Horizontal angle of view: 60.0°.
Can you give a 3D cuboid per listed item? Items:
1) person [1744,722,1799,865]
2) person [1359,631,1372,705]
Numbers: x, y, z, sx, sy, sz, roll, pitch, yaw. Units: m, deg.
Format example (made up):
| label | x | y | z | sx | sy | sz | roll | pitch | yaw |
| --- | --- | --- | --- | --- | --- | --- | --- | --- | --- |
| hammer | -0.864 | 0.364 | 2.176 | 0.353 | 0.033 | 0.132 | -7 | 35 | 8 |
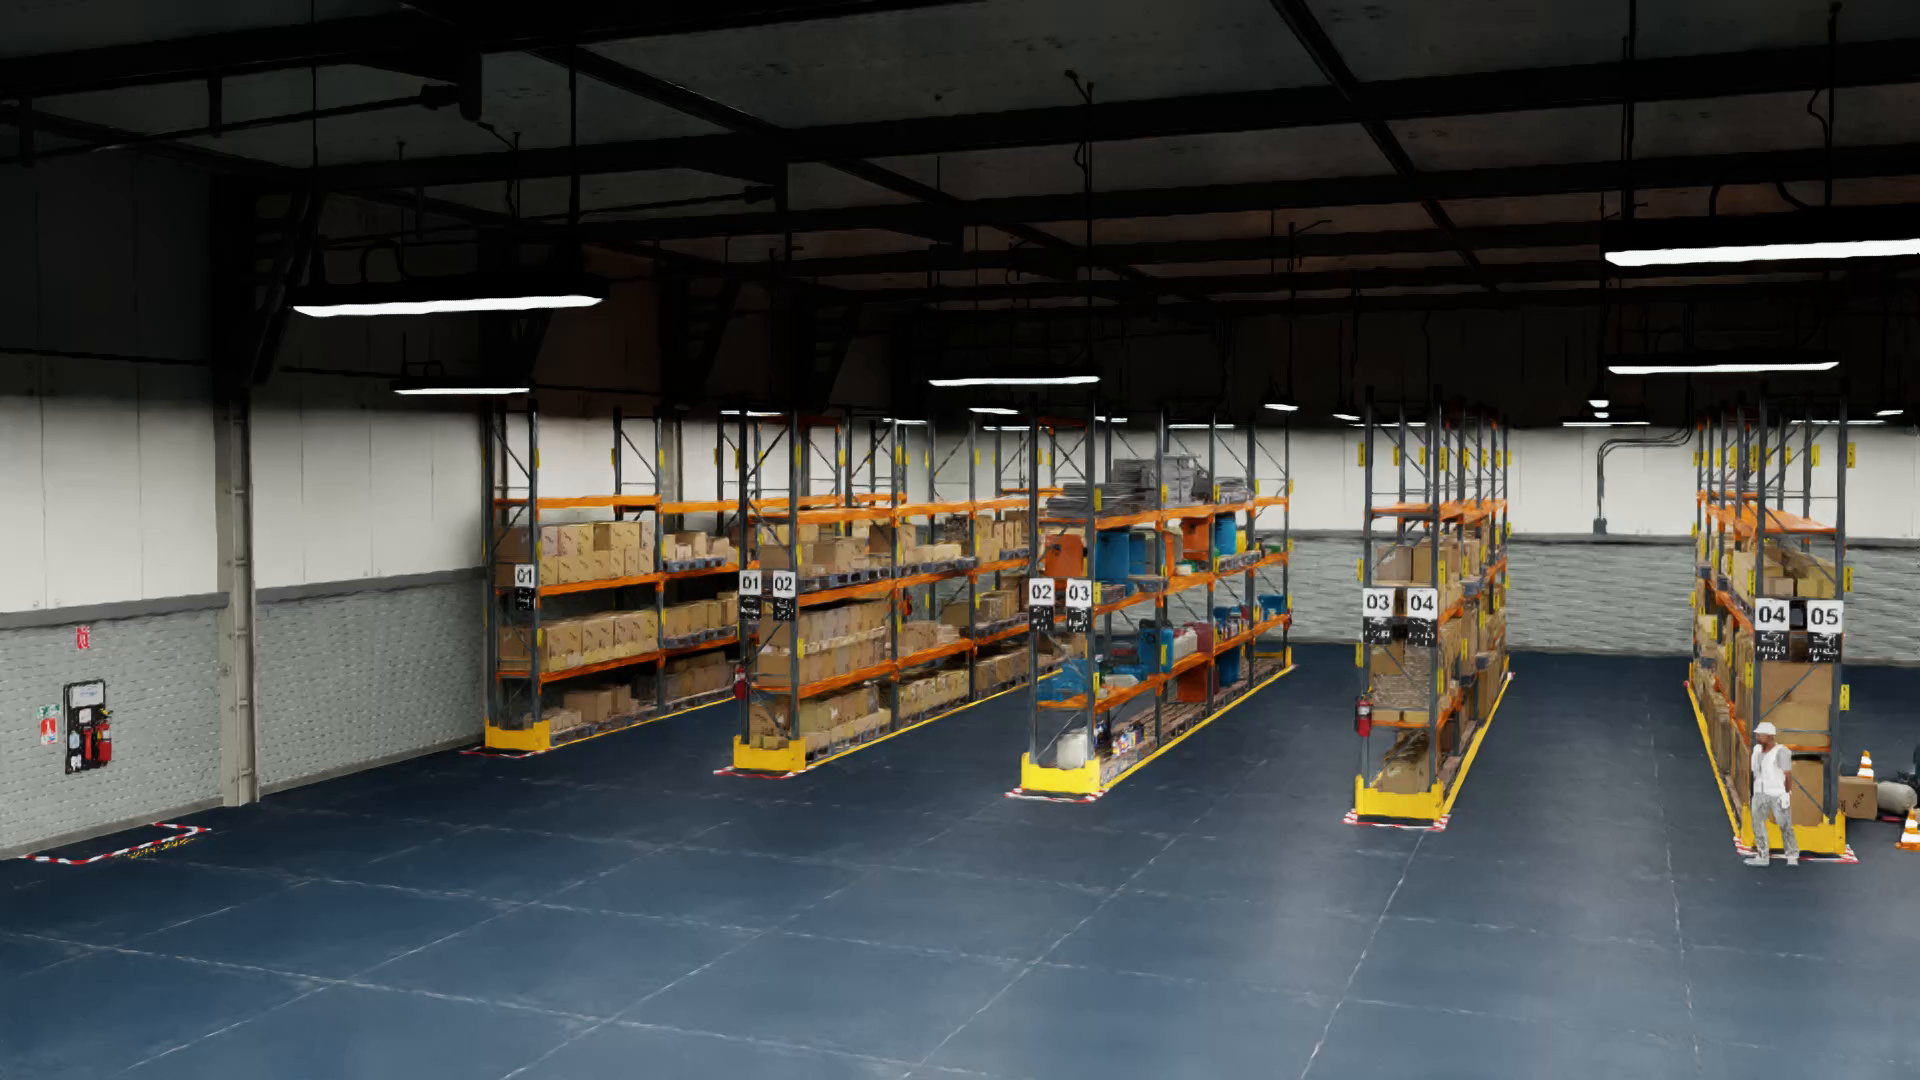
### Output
| label | x | y | z | sx | sy | sz | roll | pitch | yaw |
| --- | --- | --- | --- | --- | --- | --- | --- | --- | --- |
| person | 9.981 | 3.115 | 20.420 | 0.602 | 1.775 | 0.581 | -1 | 3 | -22 |
| person | 8.256 | 2.444 | 33.397 | 0.454 | 1.788 | 0.601 | 0 | 3 | -6 |
